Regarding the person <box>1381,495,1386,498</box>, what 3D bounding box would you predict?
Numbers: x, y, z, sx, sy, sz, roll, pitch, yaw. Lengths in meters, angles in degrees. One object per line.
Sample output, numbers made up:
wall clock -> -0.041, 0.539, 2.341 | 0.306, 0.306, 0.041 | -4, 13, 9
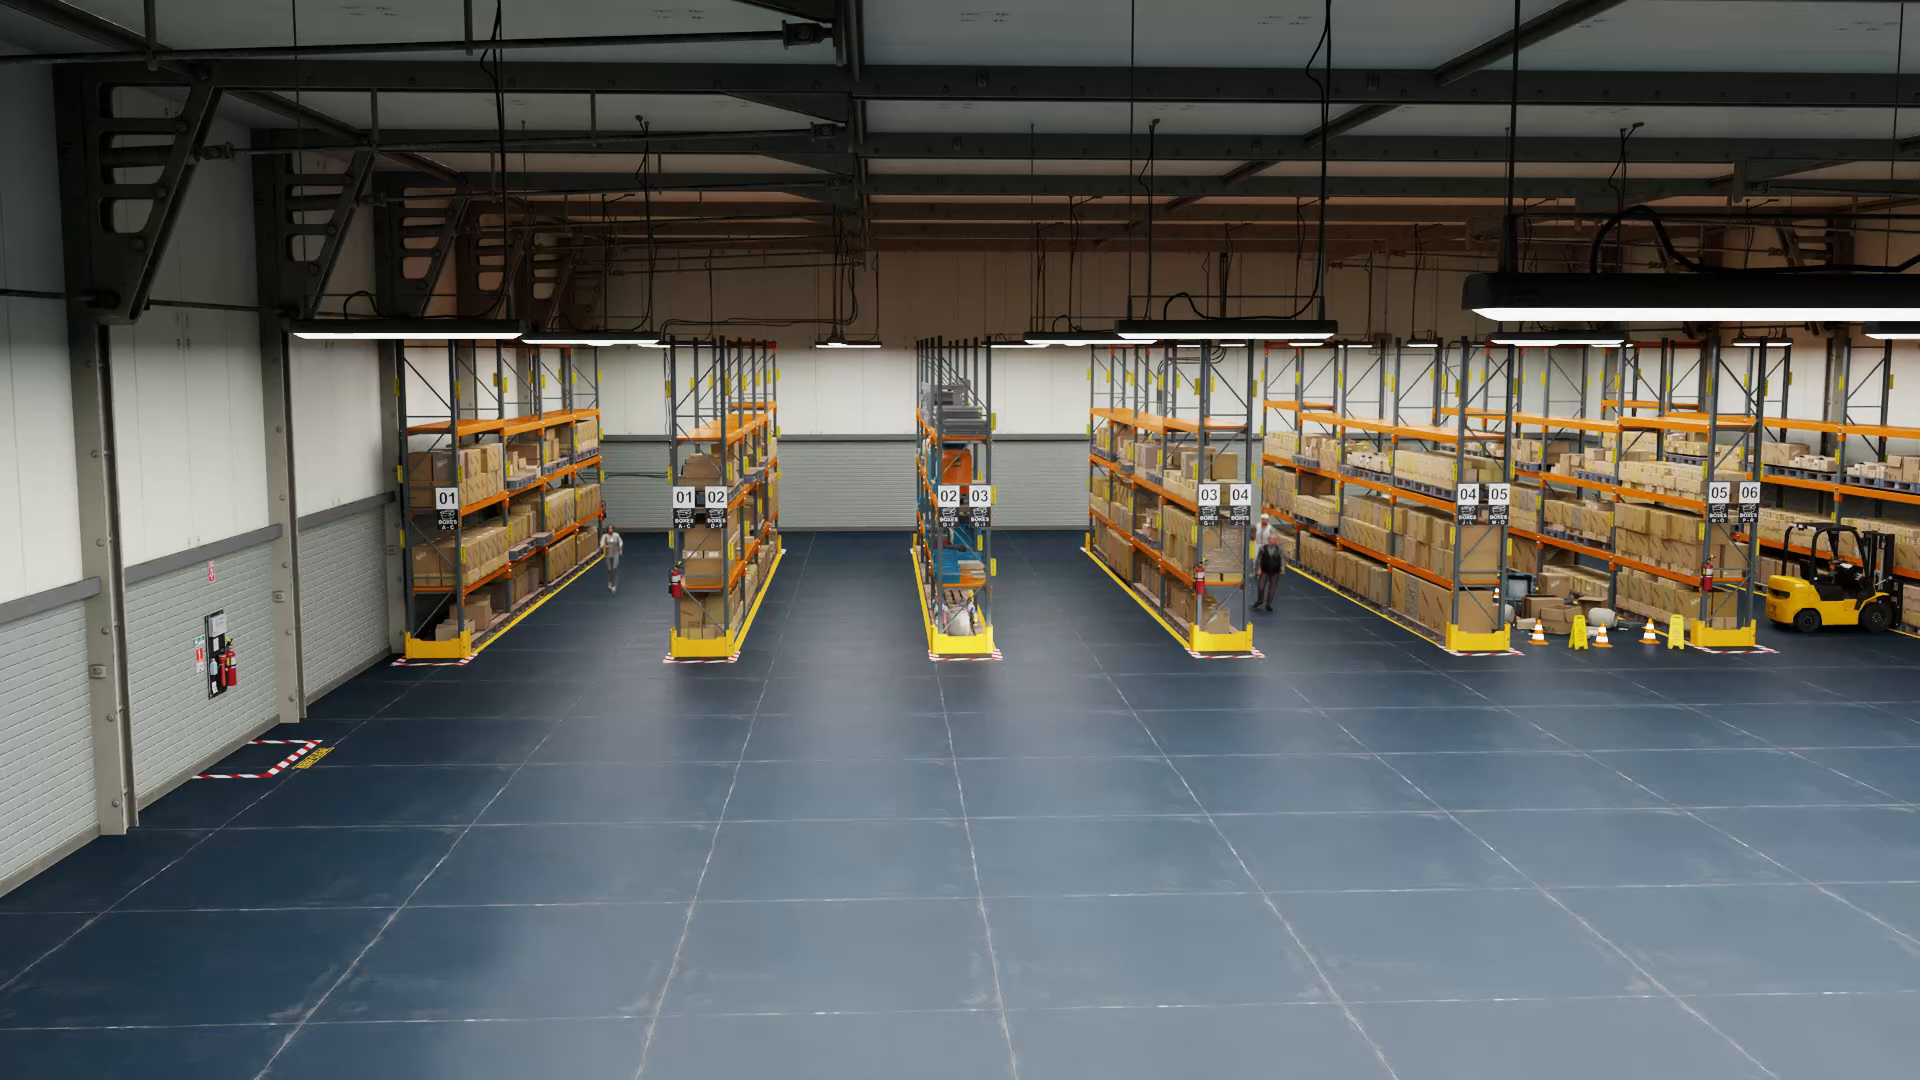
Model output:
person -> 11.845, -0.371, 46.187 | 0.657, 1.728, 0.769 | -4, 8, -34

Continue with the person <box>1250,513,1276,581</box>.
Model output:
person -> 7.502, 0.178, 41.224 | 0.649, 1.715, 0.687 | 2, 7, 14

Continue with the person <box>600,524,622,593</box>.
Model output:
person -> -8.308, 0.413, 39.622 | 0.498, 1.626, 0.825 | -1, 7, -9

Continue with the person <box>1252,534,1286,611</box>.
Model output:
person -> 6.817, 0.727, 36.621 | 0.692, 1.711, 0.649 | 0, 6, 3
